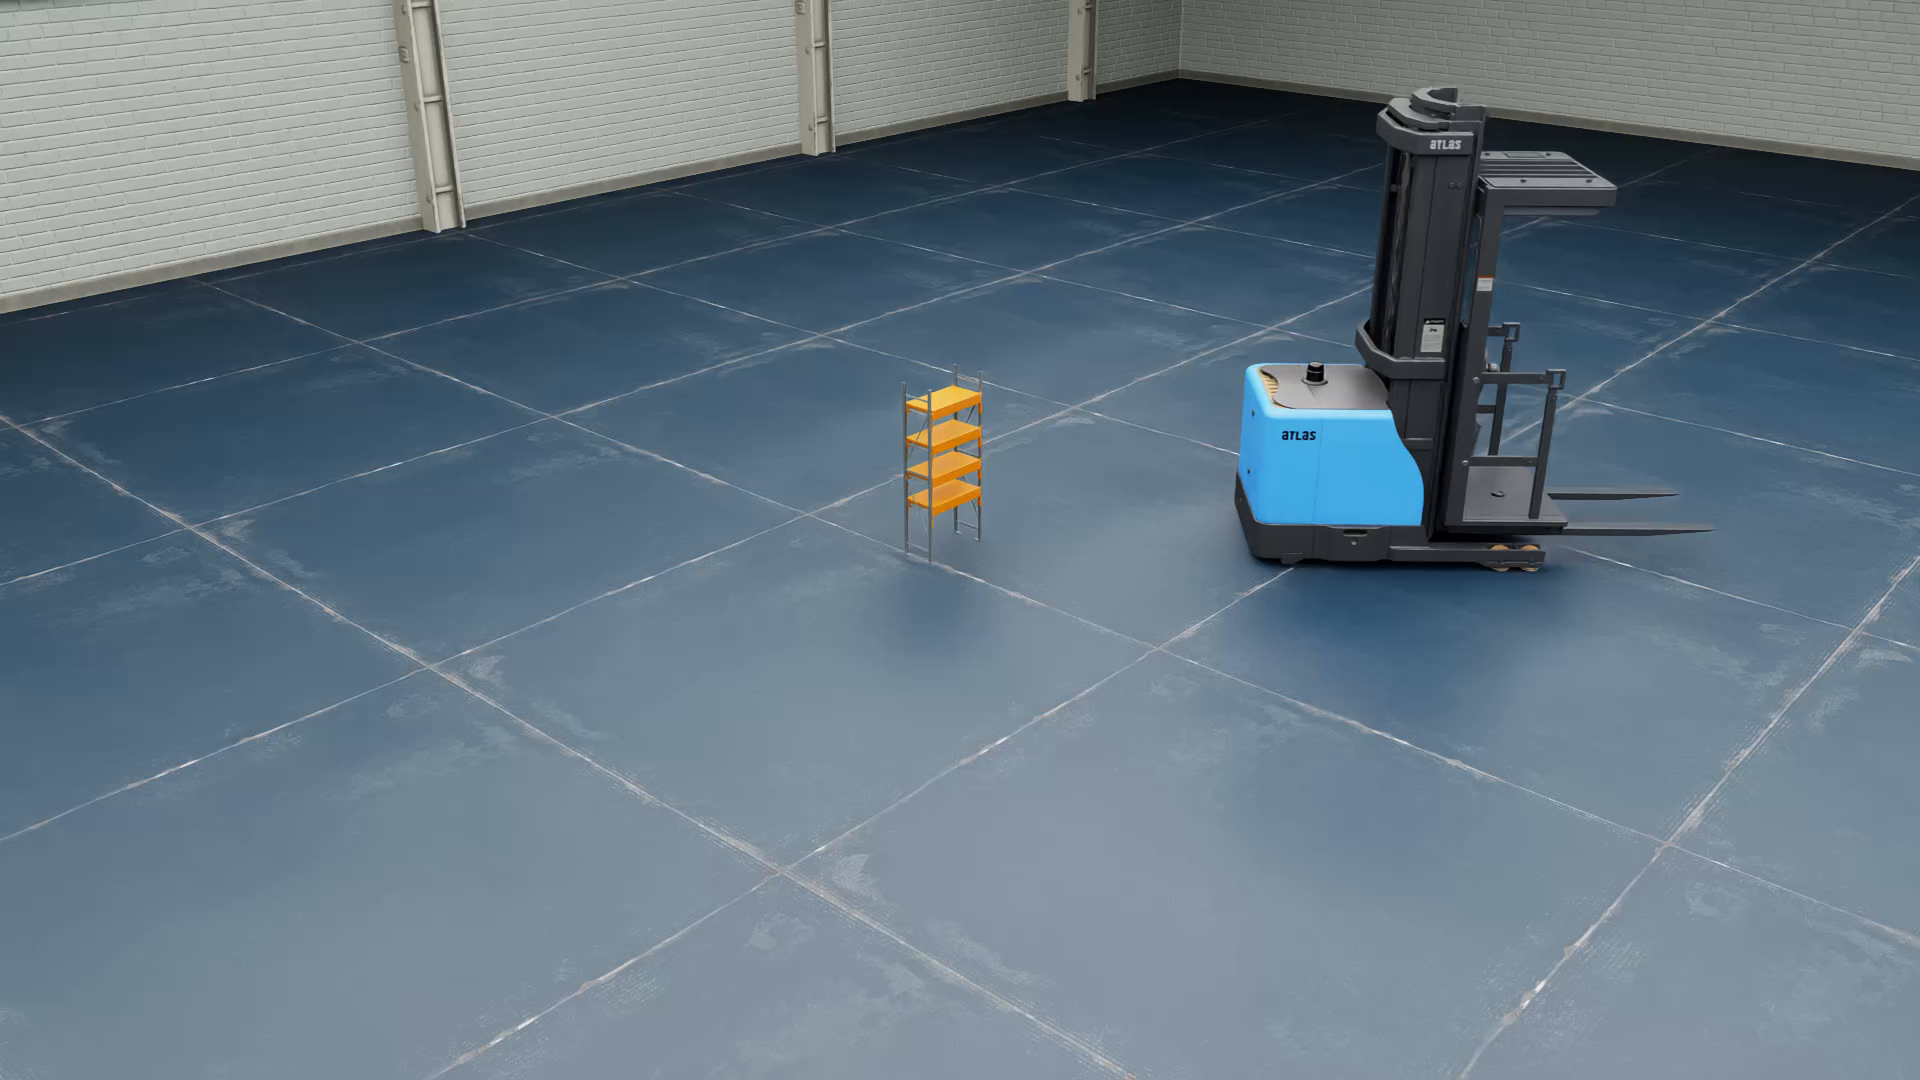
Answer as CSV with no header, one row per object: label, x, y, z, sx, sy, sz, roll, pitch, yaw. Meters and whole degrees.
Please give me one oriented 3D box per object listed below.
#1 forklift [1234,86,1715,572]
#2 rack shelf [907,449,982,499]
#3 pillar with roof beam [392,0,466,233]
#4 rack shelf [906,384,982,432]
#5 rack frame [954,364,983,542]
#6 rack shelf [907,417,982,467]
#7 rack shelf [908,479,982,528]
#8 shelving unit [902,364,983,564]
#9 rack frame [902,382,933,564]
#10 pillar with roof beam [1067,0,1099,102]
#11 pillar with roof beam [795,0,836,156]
forklift,3.430,-1.354,10.687,3.031,2.935,1.130,1,24,1
rack shelf,-0.110,-0.436,10.920,0.258,0.148,0.480,20,31,38
pillar with roof beam,-2.797,-6.567,14.897,9.100,9.000,0.400,20,31,38
rack shelf,-0.110,-0.856,10.731,0.258,0.148,0.480,20,31,38
rack frame,0.052,-0.571,11.058,0.240,1.200,0.015,20,31,38
rack shelf,-0.110,-0.640,10.828,0.258,0.148,0.480,20,31,38
rack shelf,-0.110,-0.254,11.001,0.258,0.148,0.480,20,31,38
shelving unit,-0.110,-0.497,10.892,0.258,1.200,0.503,20,31,38
rack frame,-0.273,-0.423,10.726,0.240,1.200,0.015,20,31,38
pillar with roof beam,5.211,-10.223,23.051,9.100,9.000,0.400,20,31,38
pillar with roof beam,1.207,-8.395,18.974,9.100,9.000,0.400,20,31,38
